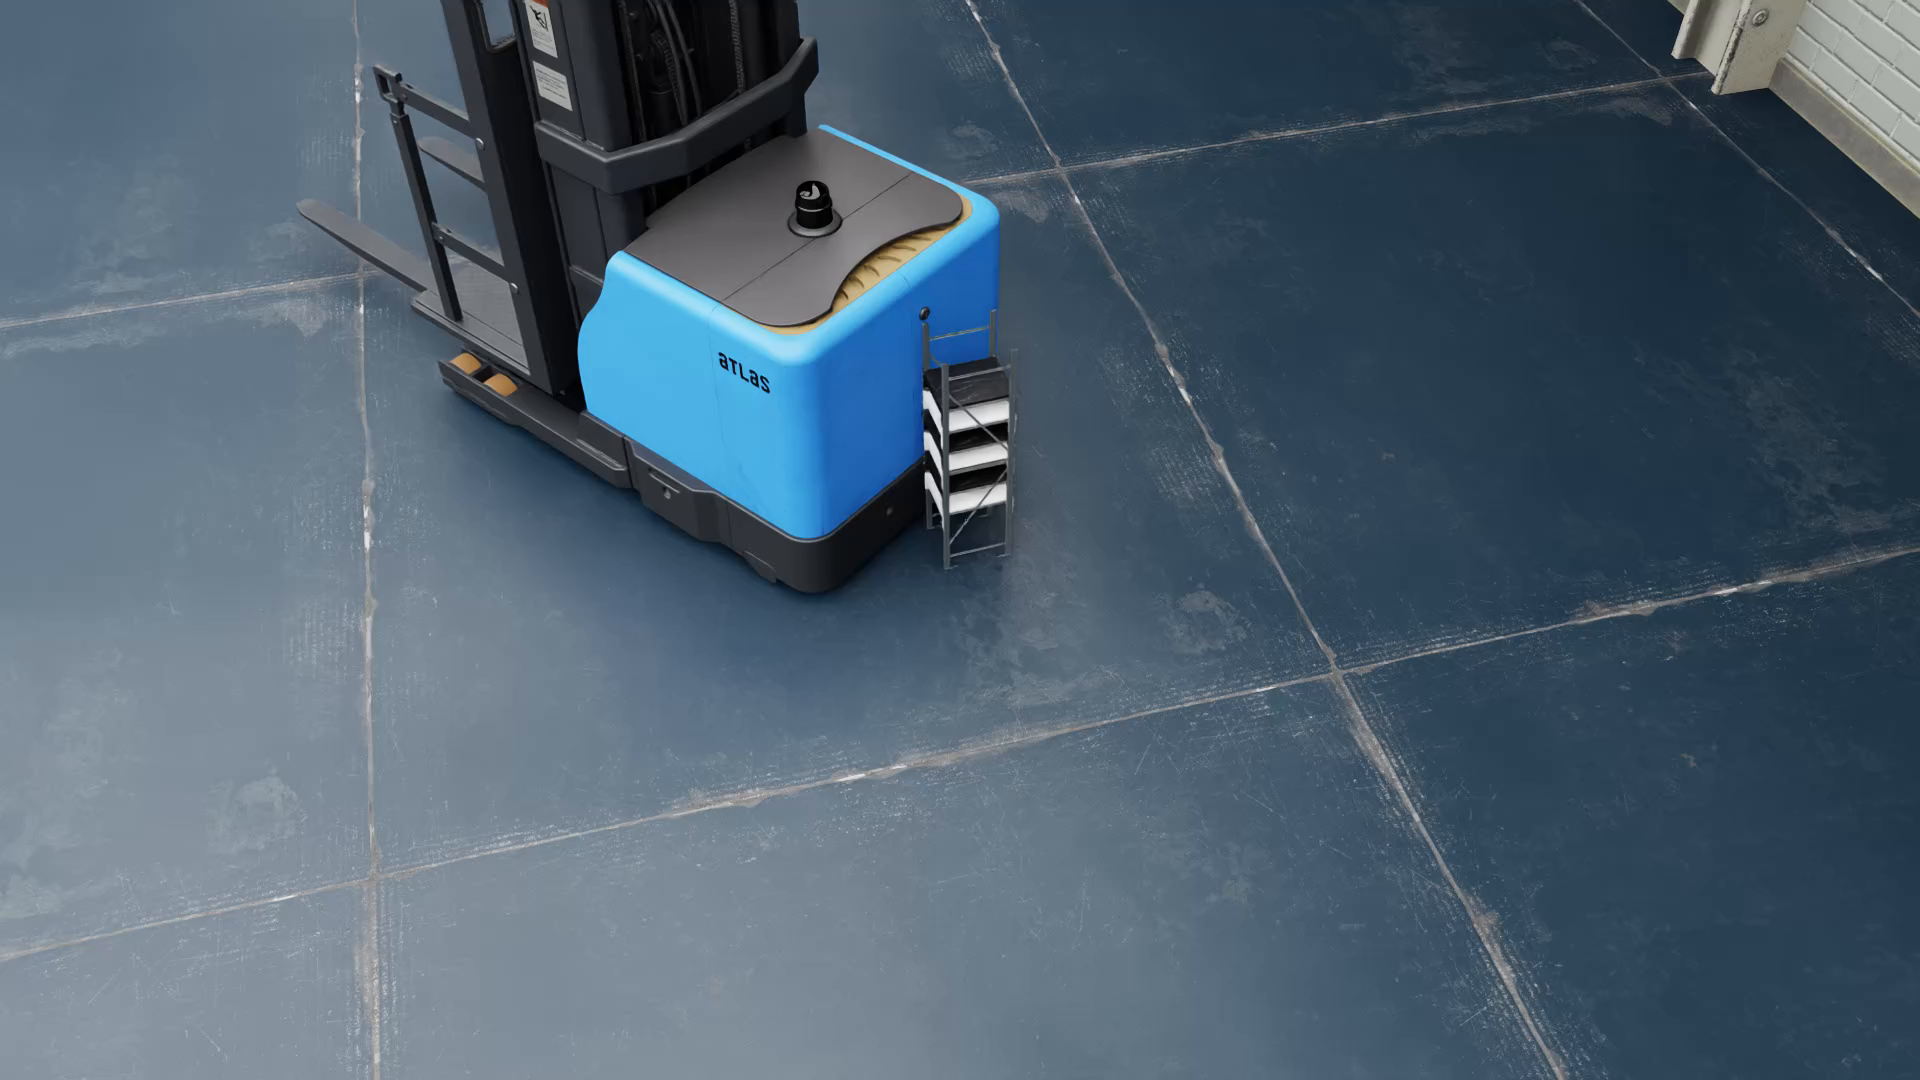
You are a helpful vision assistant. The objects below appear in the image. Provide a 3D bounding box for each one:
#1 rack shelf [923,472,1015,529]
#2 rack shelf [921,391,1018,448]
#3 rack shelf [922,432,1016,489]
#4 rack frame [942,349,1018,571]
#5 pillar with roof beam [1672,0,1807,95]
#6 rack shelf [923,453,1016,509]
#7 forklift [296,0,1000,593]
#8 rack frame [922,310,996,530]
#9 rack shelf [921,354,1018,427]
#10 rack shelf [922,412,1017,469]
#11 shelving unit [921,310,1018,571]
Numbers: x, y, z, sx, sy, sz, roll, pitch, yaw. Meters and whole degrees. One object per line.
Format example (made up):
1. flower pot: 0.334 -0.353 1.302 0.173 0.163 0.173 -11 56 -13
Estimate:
1. rack shelf: 0.029 -0.159 5.574 0.258 0.077 0.200 -13 47 -12
2. rack shelf: 0.029 -0.411 5.317 0.258 0.077 0.200 -13 47 -12
3. rack shelf: 0.029 -0.285 5.446 0.258 0.077 0.200 -13 47 -12
4. rack frame: 0.060 -0.239 5.354 0.240 0.900 0.006 -13 47 -12
5. pillar with roof beam: -0.516 -4.613 3.970 9.100 9.000 0.400 -11 47 -10
6. rack shelf: 0.029 -0.222 5.510 0.258 0.077 0.200 -13 47 -12
7. forklift: -1.320 -1.740 5.403 3.031 2.935 1.130 30 53 26
8. rack frame: -0.002 -0.377 5.490 0.240 0.900 0.006 -13 47 -12
9. rack shelf: 0.029 -0.474 5.253 0.258 0.077 0.200 -13 47 -12
10. rack shelf: 0.029 -0.348 5.381 0.258 0.077 0.200 -13 47 -12
11. shelving unit: 0.029 -0.308 5.422 0.258 0.900 0.210 -13 47 -12
